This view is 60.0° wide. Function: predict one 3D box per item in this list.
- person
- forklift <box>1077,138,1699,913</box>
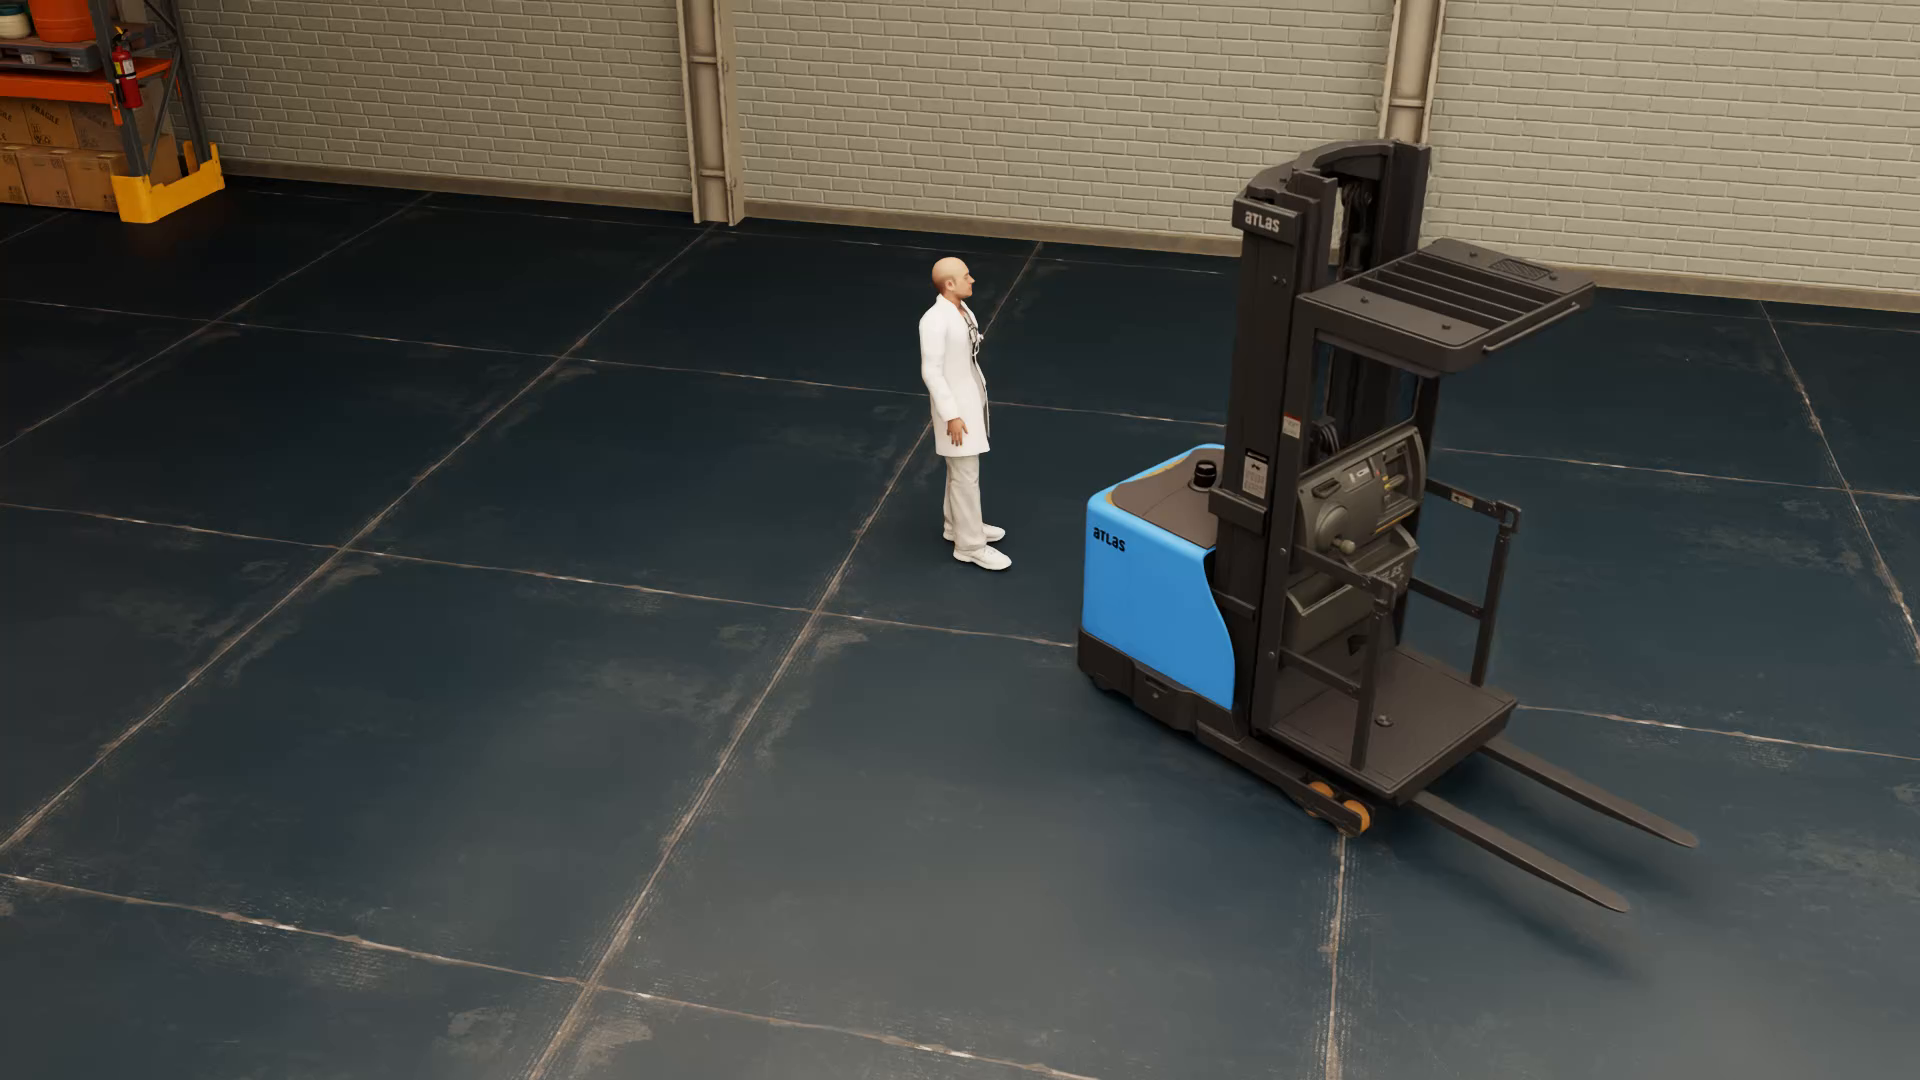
[{"bbox_3d":[0.086,-0.767,9.679,0.581,1.775,0.696,7,30,12],"label":"person"},{"bbox_3d":[1.992,-0.185,7.496,1.130,2.935,3.031,-24,38,-36],"label":"forklift"}]
